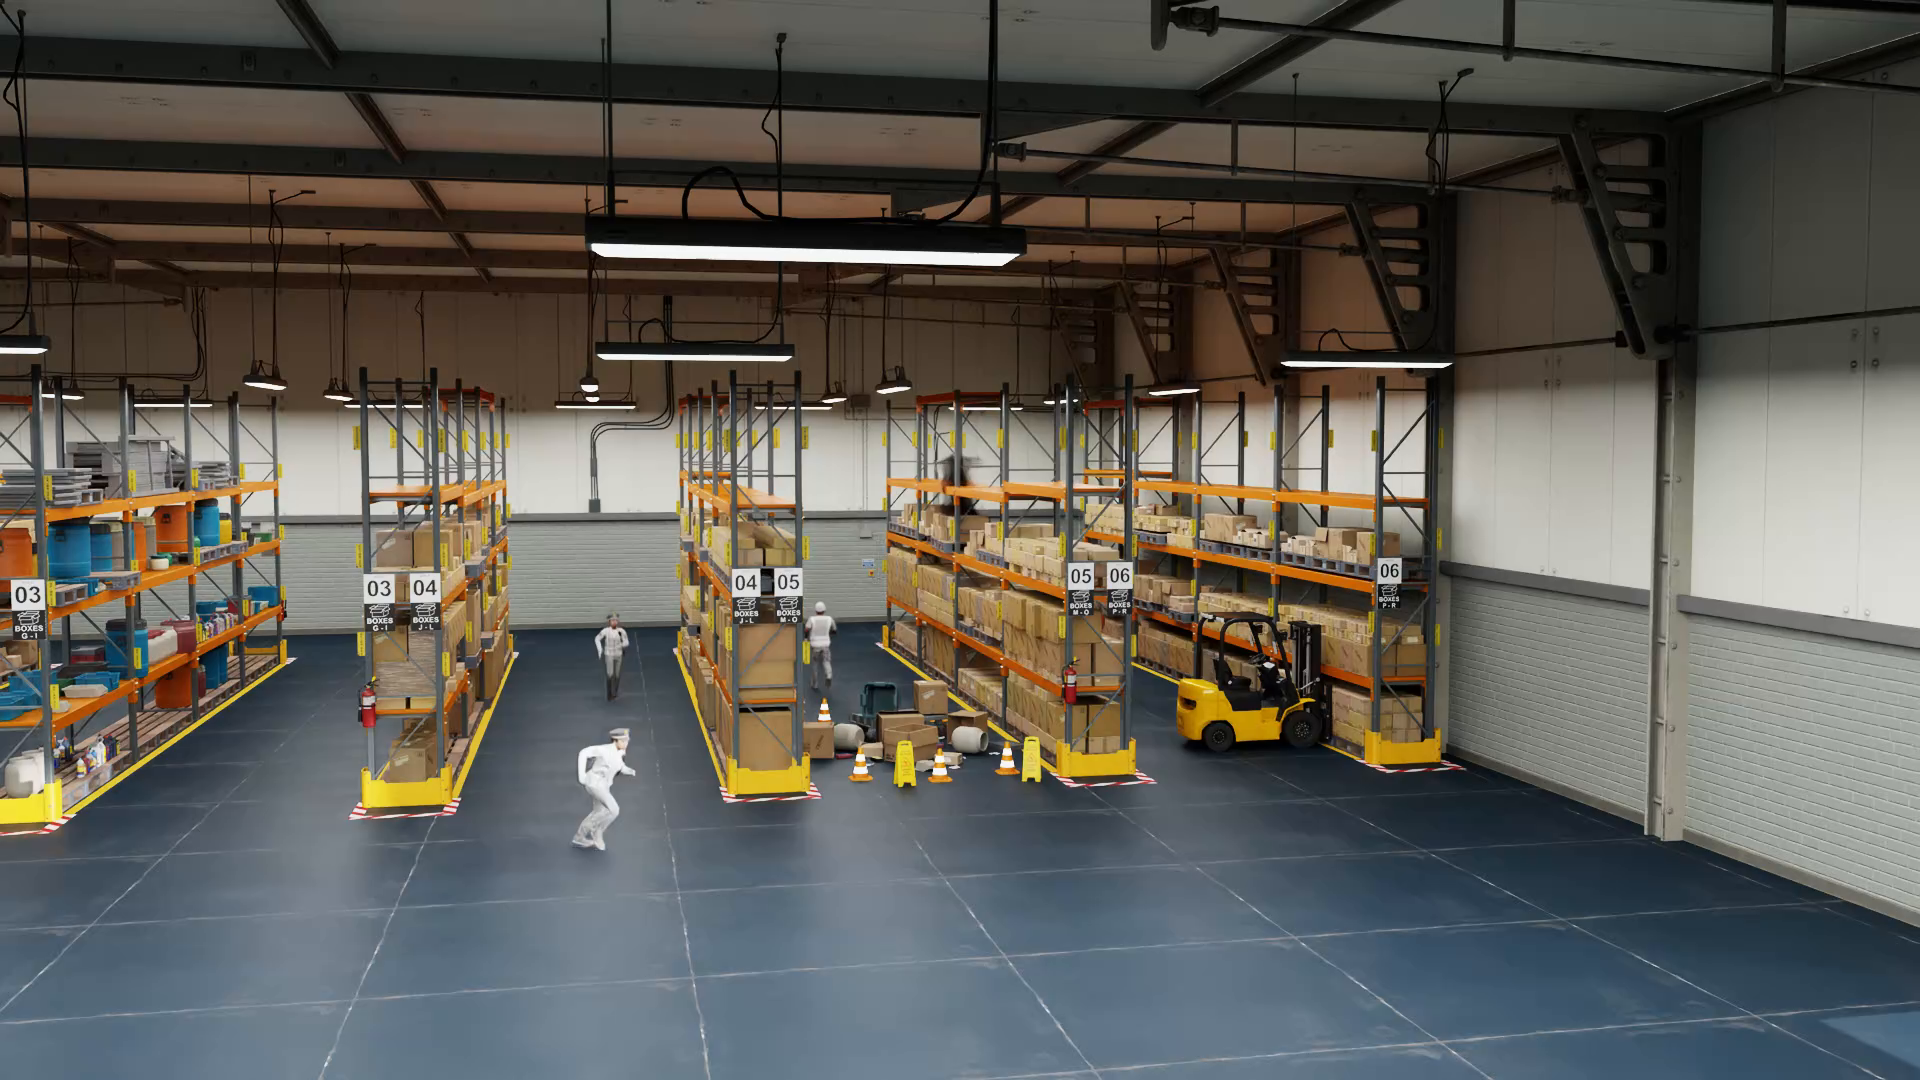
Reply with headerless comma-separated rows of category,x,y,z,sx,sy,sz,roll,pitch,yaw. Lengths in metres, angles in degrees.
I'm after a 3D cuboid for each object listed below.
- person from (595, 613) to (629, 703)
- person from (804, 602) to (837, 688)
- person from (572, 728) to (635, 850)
person,-6.657,2.260,31.925,0.607,1.718,0.698,-1,4,-21
person,-2.817,2.123,33.382,0.705,1.762,0.957,-1,4,-17
person,-4.367,3.035,20.244,0.881,1.516,0.650,2,4,24
